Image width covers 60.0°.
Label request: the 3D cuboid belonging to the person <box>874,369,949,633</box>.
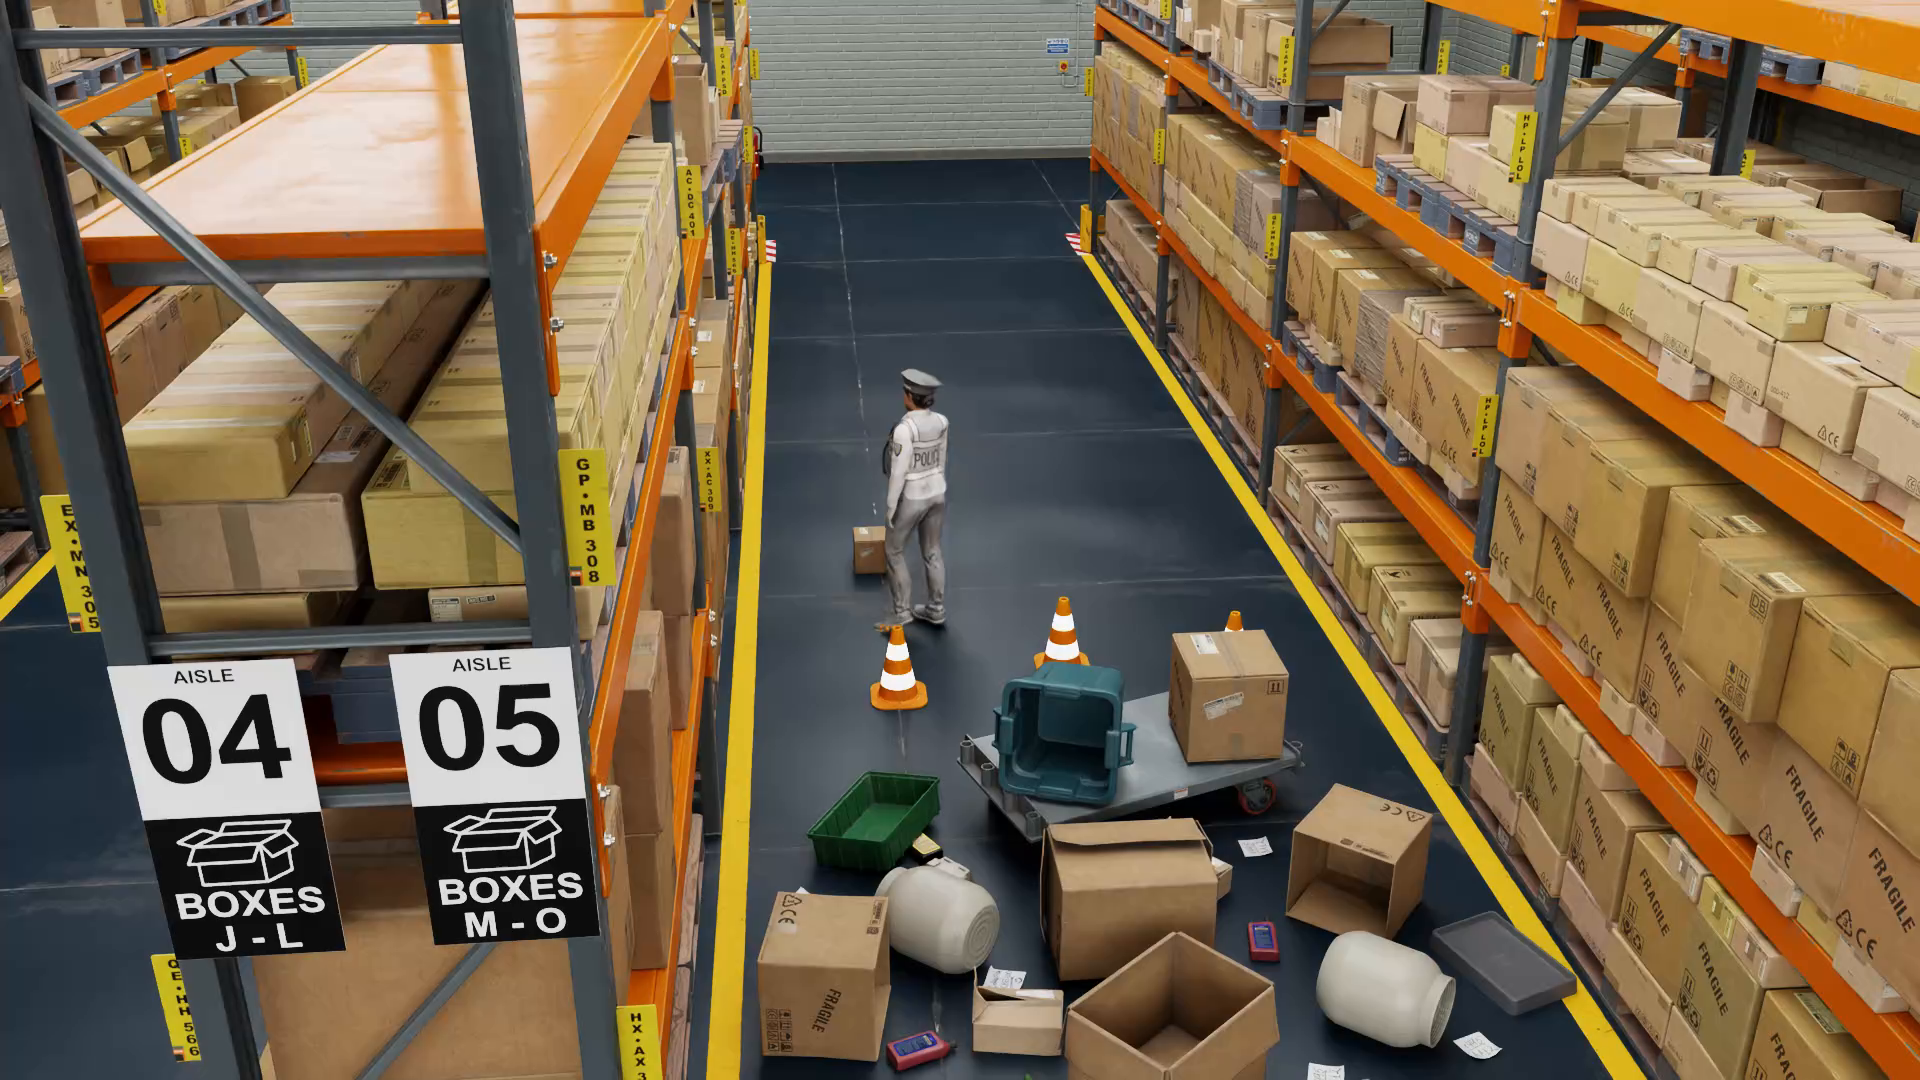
[{"bbox_3d":[-0.275,-0.220,10.598,0.377,1.704,0.562,21,31,39],"label":"person"}]
